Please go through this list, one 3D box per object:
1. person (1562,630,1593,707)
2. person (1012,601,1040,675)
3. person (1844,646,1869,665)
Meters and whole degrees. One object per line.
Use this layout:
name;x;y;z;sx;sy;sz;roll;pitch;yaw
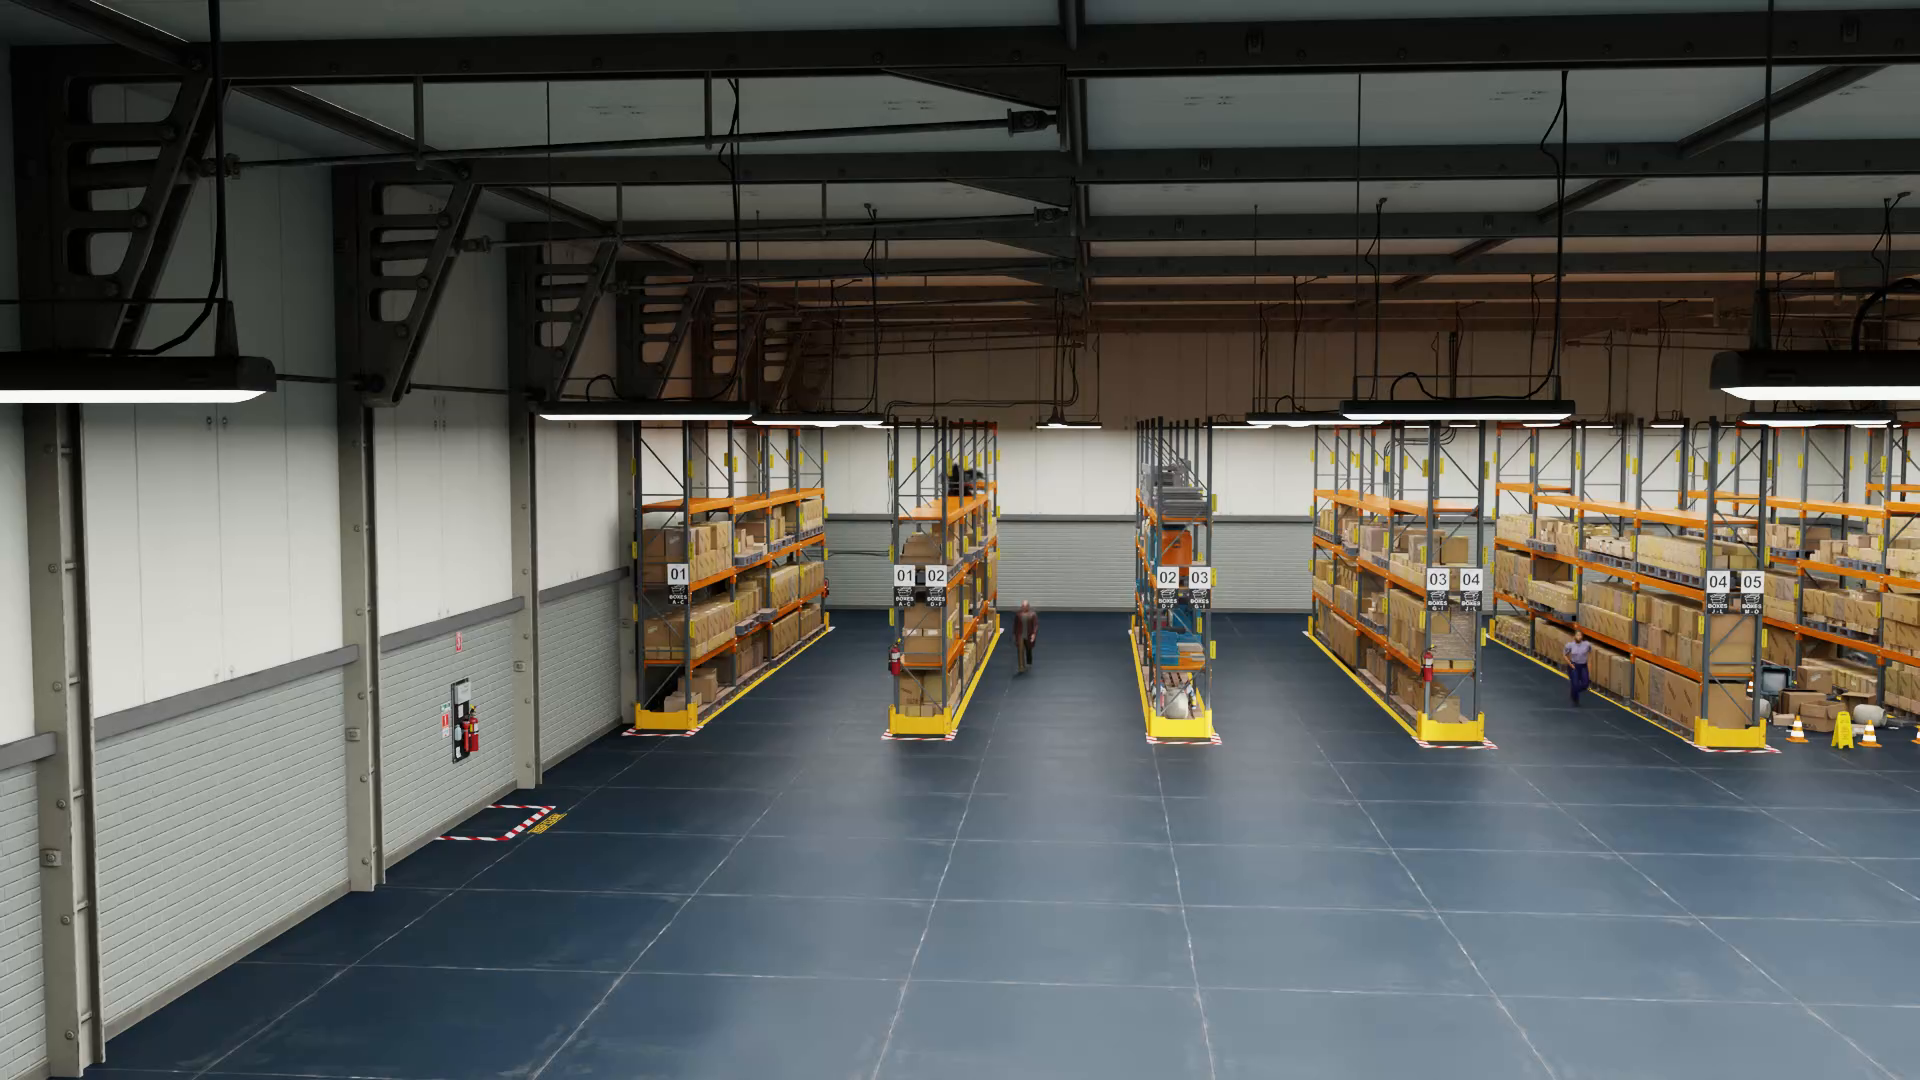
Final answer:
person;12.873;2.667;34.649;0.637;1.608;0.522;0;4;1
person;1.556;2.292;39.376;0.654;1.734;1.161;0;4;2
person;21.384;2.405;39.720;0.633;1.478;0.884;-1;4;-15
